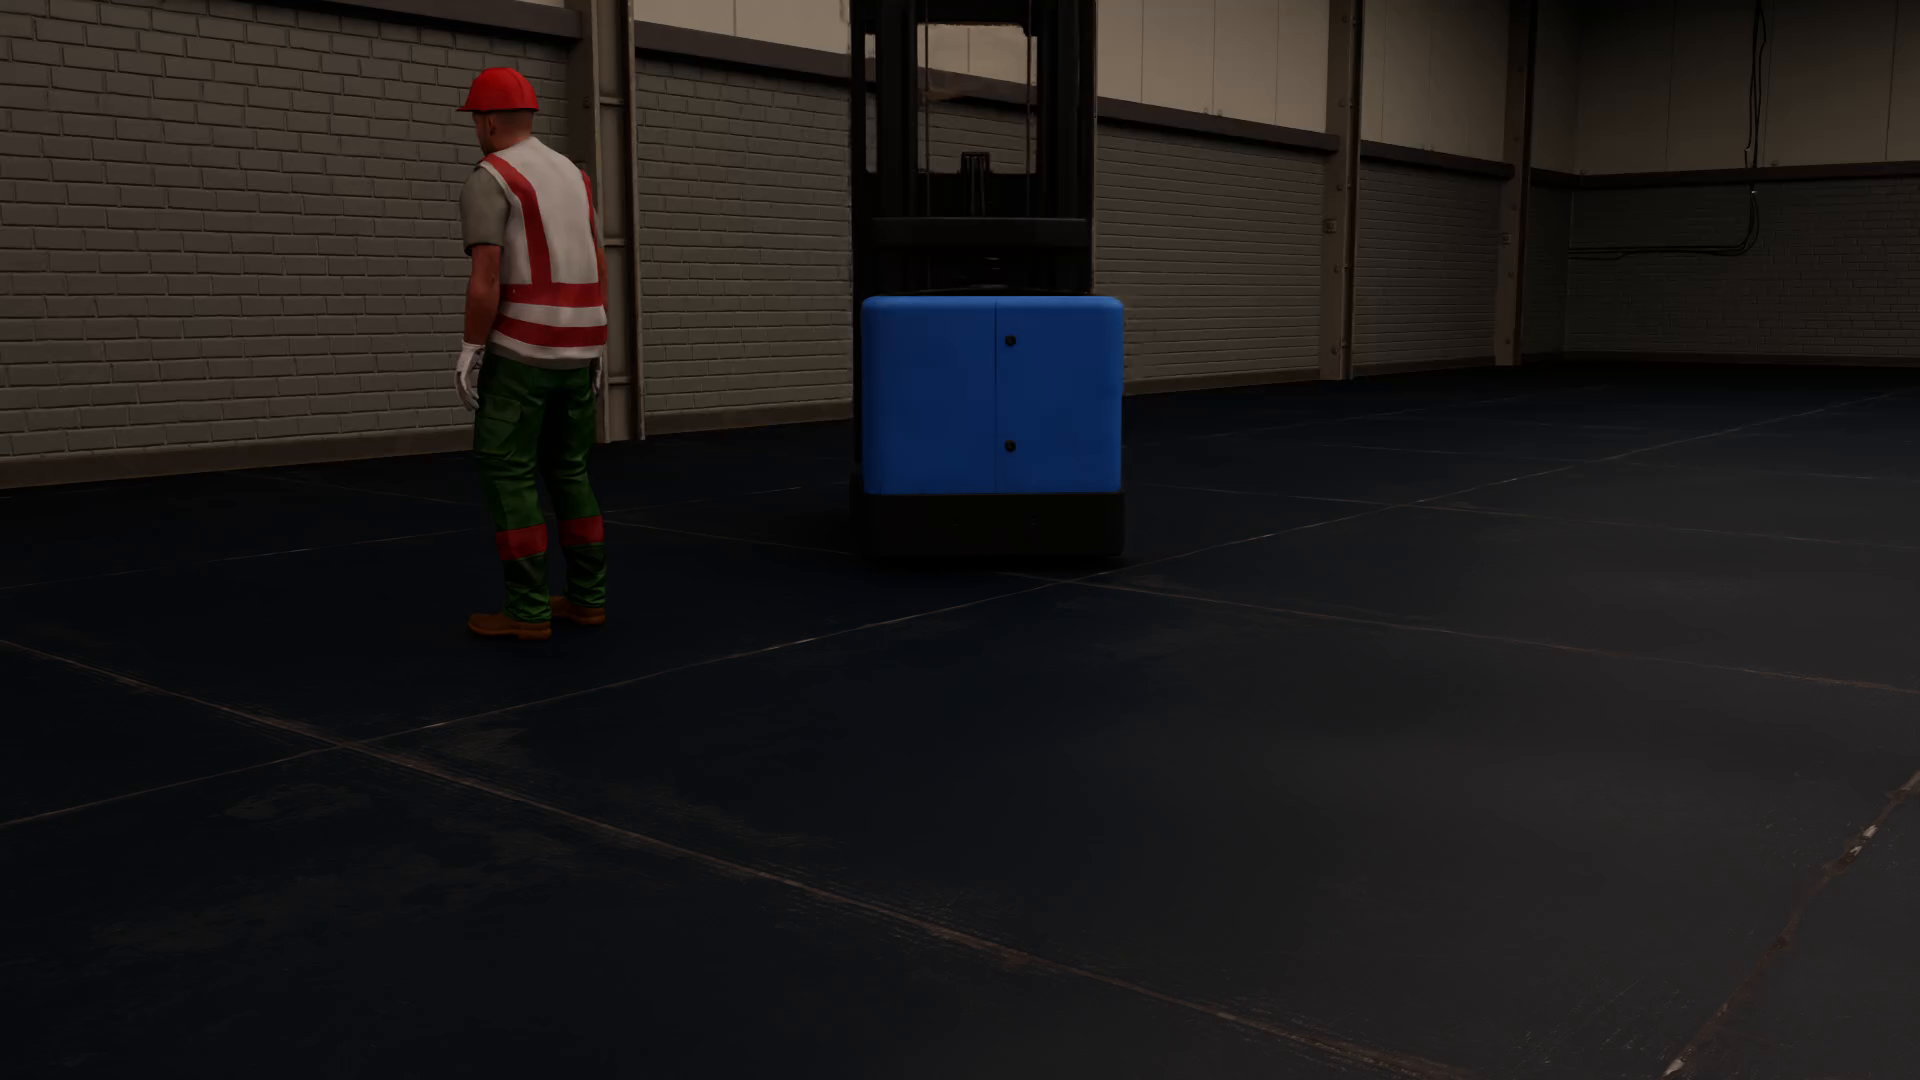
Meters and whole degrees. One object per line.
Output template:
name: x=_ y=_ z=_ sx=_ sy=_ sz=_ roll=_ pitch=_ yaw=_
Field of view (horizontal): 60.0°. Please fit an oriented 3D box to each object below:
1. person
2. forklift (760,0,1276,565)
person: x=-1.363 y=-0.583 z=5.265 sx=0.454 sy=1.777 sz=0.609 roll=5 pitch=10 yaw=29
forklift: x=0.472 y=-1.519 z=7.665 sx=1.130 sy=2.935 sz=3.031 roll=7 pitch=11 yaw=38
